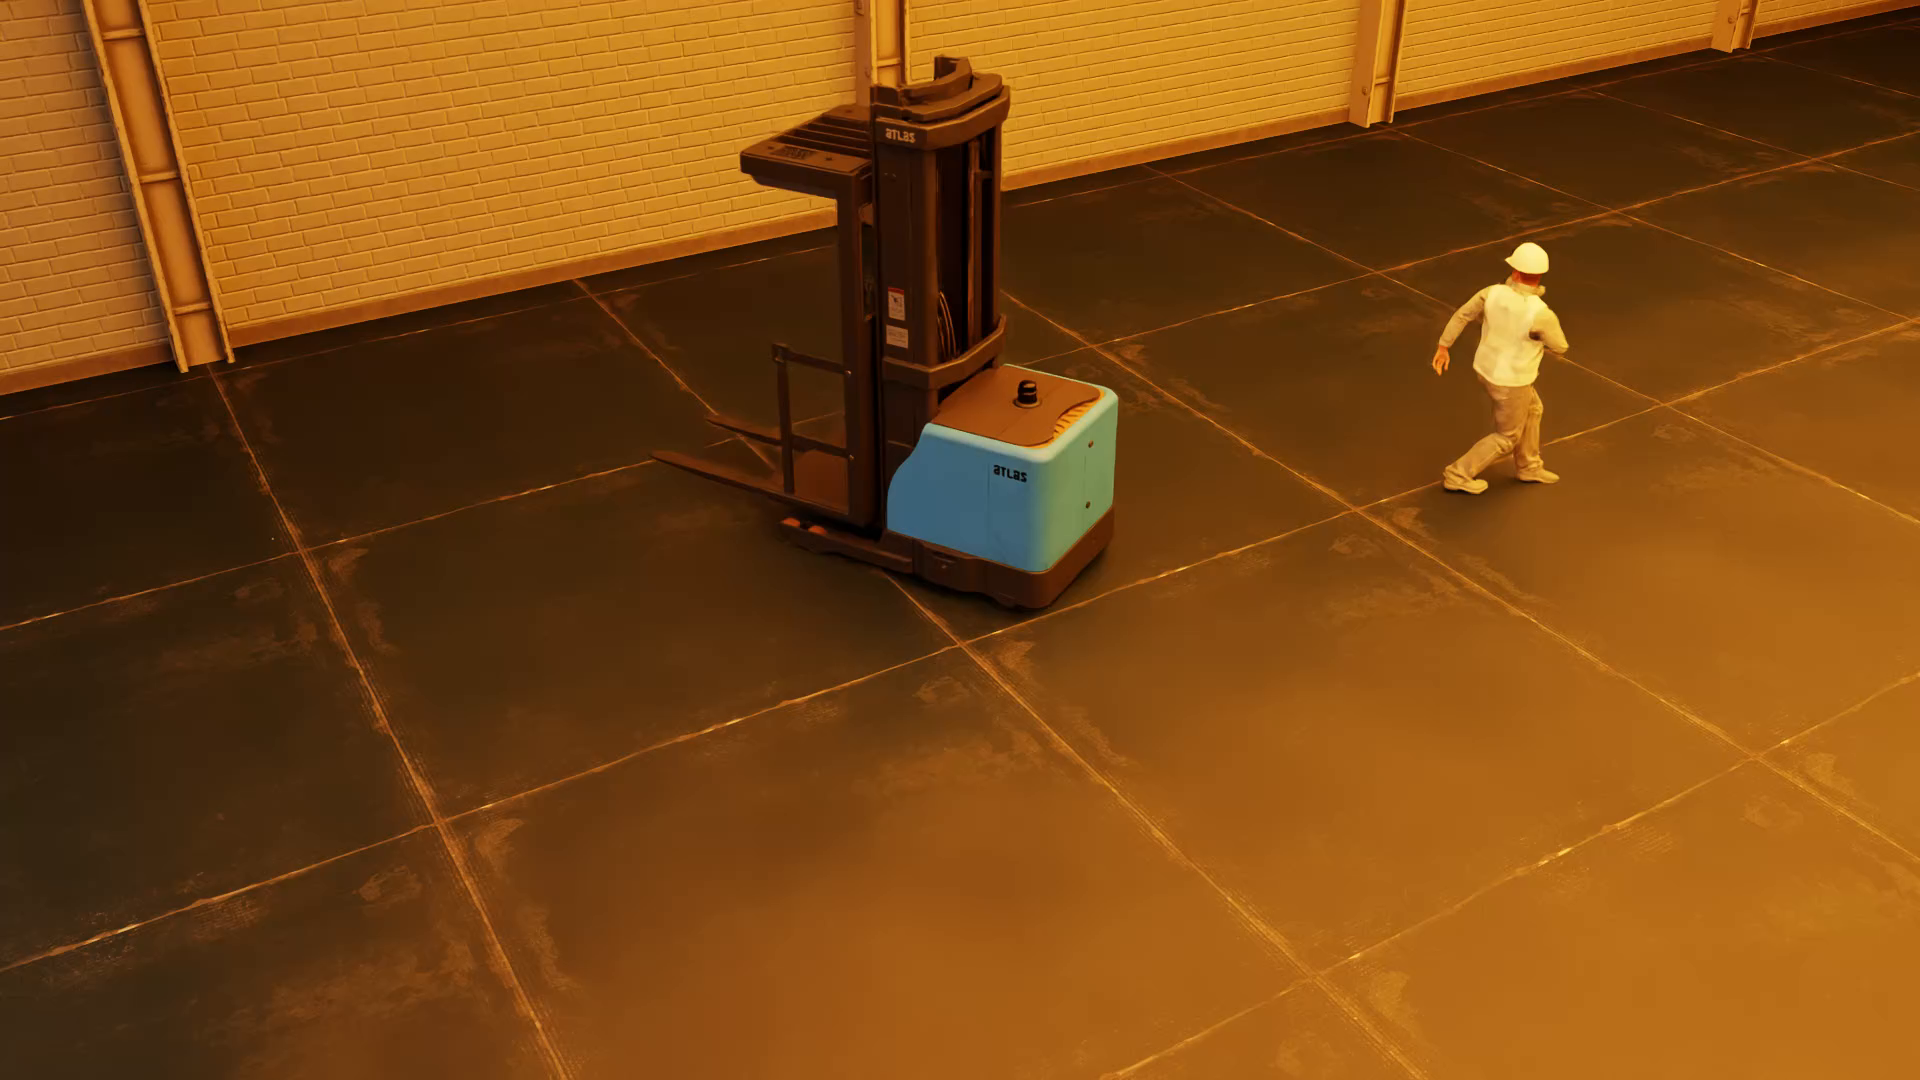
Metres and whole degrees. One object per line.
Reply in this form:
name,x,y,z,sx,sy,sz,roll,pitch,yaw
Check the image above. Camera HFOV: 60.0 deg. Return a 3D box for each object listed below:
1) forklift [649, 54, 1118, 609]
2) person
forklift,-0.579,-1.396,9.979,3.031,2.935,1.130,16,35,25
person,3.559,-1.094,10.699,0.950,1.708,0.554,-7,32,-12
